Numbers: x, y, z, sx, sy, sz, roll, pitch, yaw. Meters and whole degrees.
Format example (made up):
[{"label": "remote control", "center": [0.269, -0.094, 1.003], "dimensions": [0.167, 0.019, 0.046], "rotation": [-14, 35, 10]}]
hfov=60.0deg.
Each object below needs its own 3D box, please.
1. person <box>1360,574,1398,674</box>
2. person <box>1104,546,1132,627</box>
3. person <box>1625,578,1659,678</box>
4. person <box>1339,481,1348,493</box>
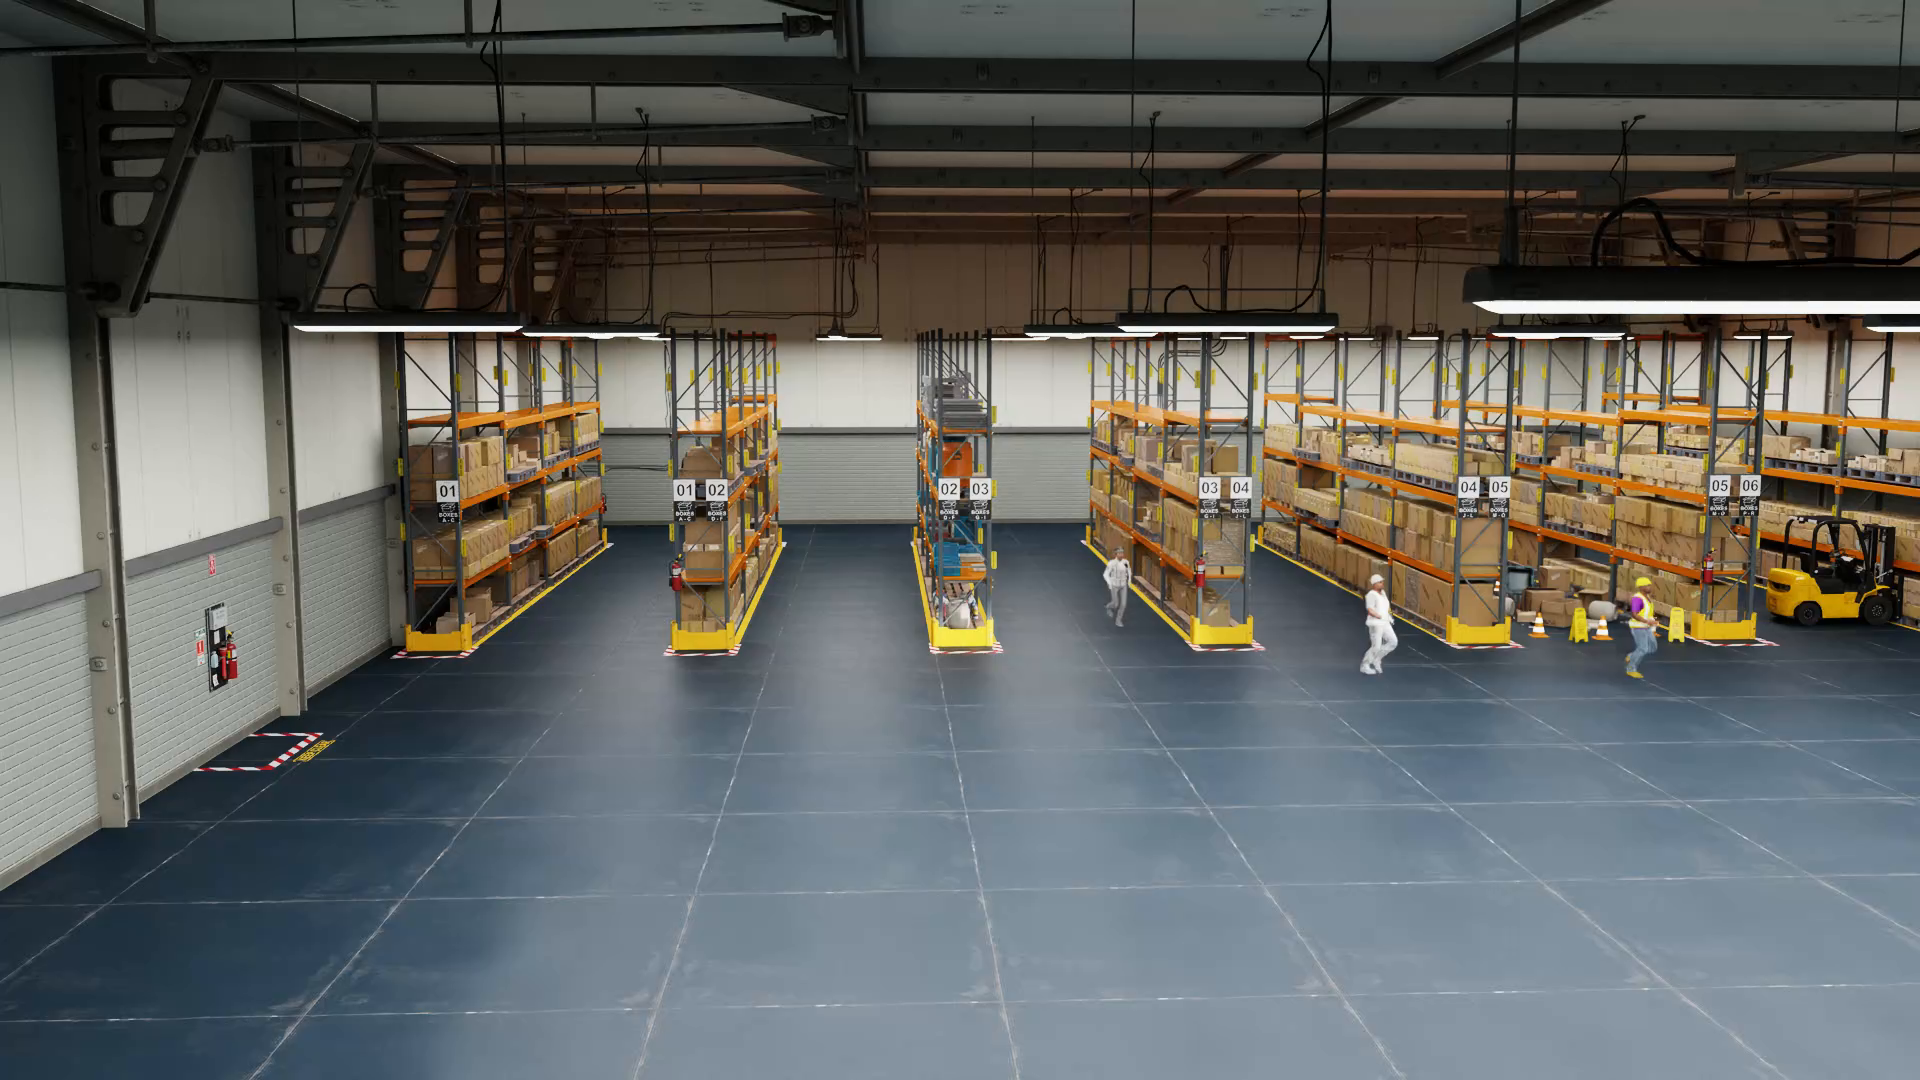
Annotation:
[{"label": "person", "center": [7.266, 1.457, 28.798], "dimensions": [0.614, 1.740, 0.686], "rotation": [5, 8, 37]}, {"label": "person", "center": [3.215, 0.925, 33.915], "dimensions": [0.603, 1.643, 0.594], "rotation": [-2, 7, -14]}, {"label": "person", "center": [11.760, 1.502, 28.628], "dimensions": [0.592, 1.732, 0.735], "rotation": [6, 9, 40]}, {"label": "person", "center": [11.403, -0.919, 49.283], "dimensions": [0.851, 1.729, 0.622], "rotation": [0, 7, 3]}]
